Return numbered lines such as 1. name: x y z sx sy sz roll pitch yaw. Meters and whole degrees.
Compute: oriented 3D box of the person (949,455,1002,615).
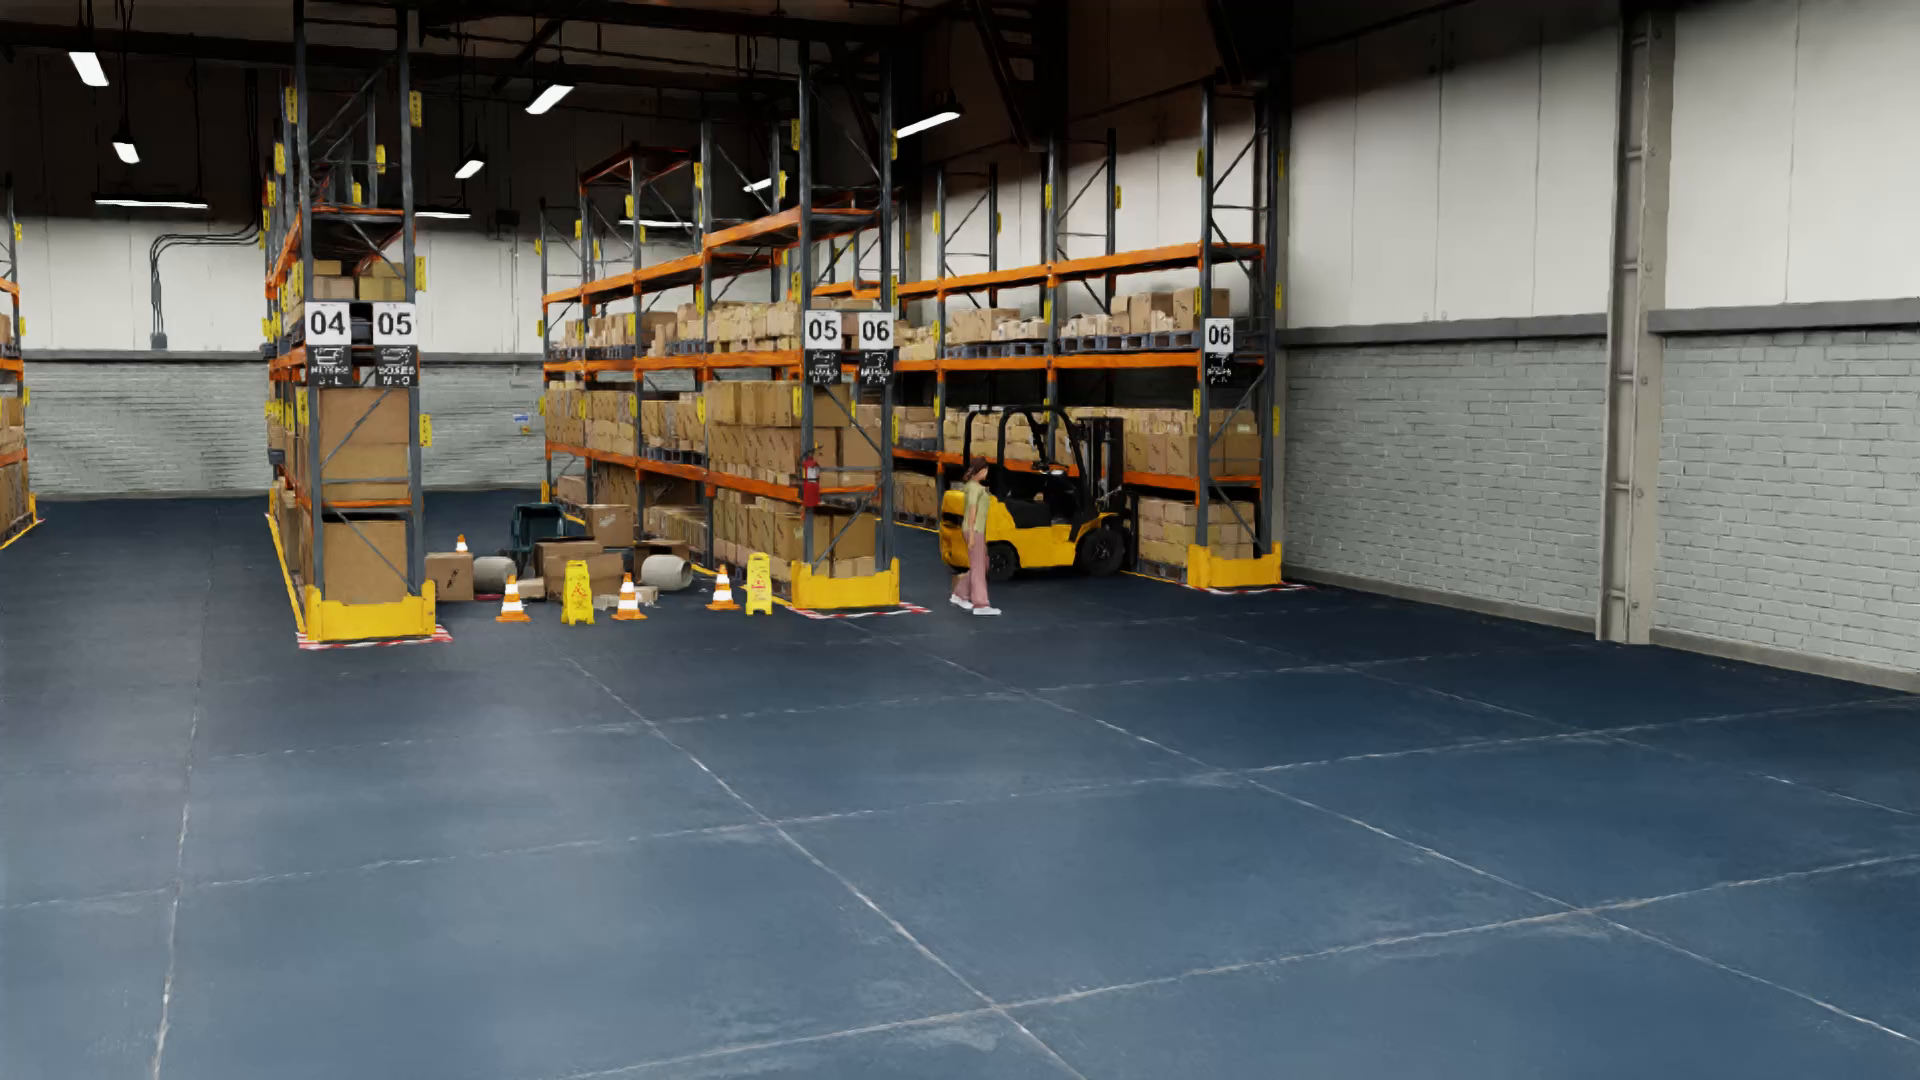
1. person: 0.154 -0.059 17.597 0.525 1.667 0.535 -1 5 -6
